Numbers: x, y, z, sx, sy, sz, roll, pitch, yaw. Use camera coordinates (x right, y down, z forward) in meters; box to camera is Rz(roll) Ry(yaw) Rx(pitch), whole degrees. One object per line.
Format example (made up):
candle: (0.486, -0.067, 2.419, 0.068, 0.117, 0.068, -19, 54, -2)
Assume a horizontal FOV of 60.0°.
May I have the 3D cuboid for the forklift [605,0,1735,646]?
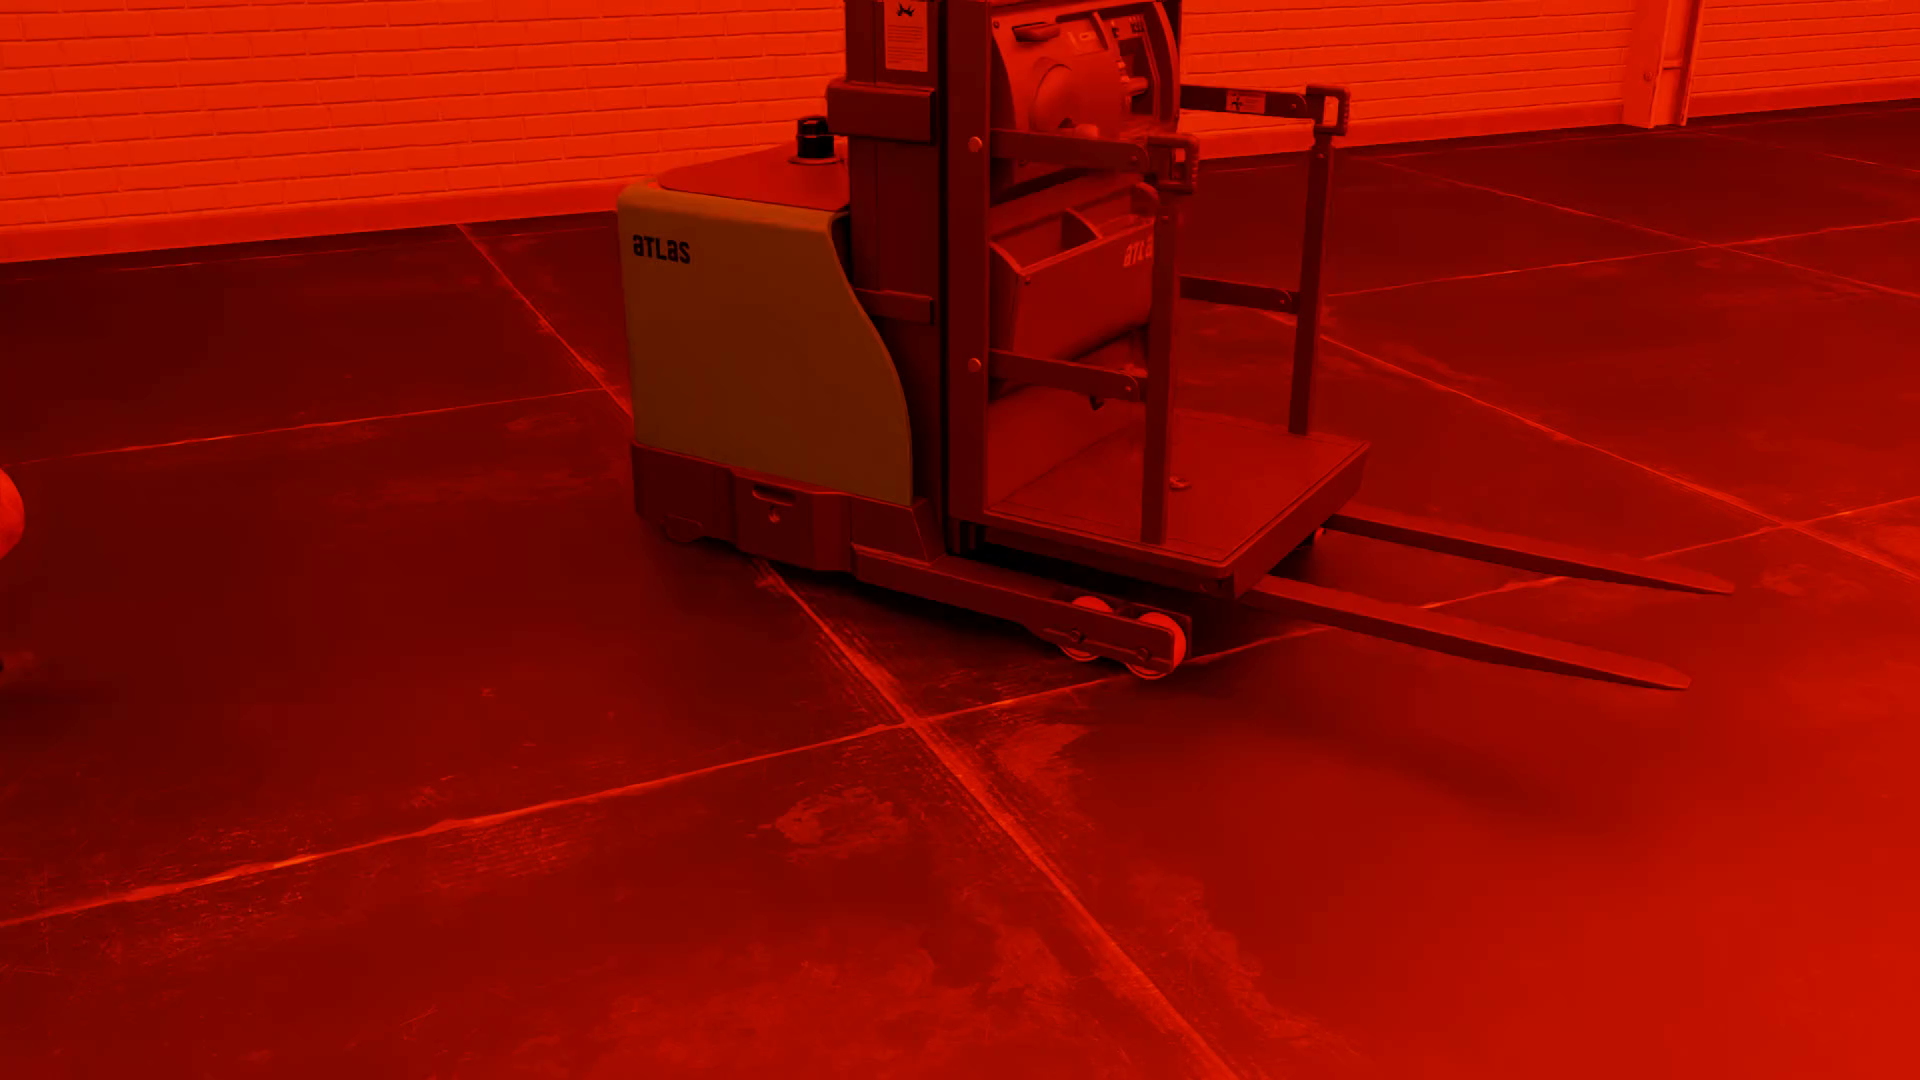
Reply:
forklift: (0.595, -1.298, 4.410, 3.031, 2.935, 1.130, 6, 23, 13)
